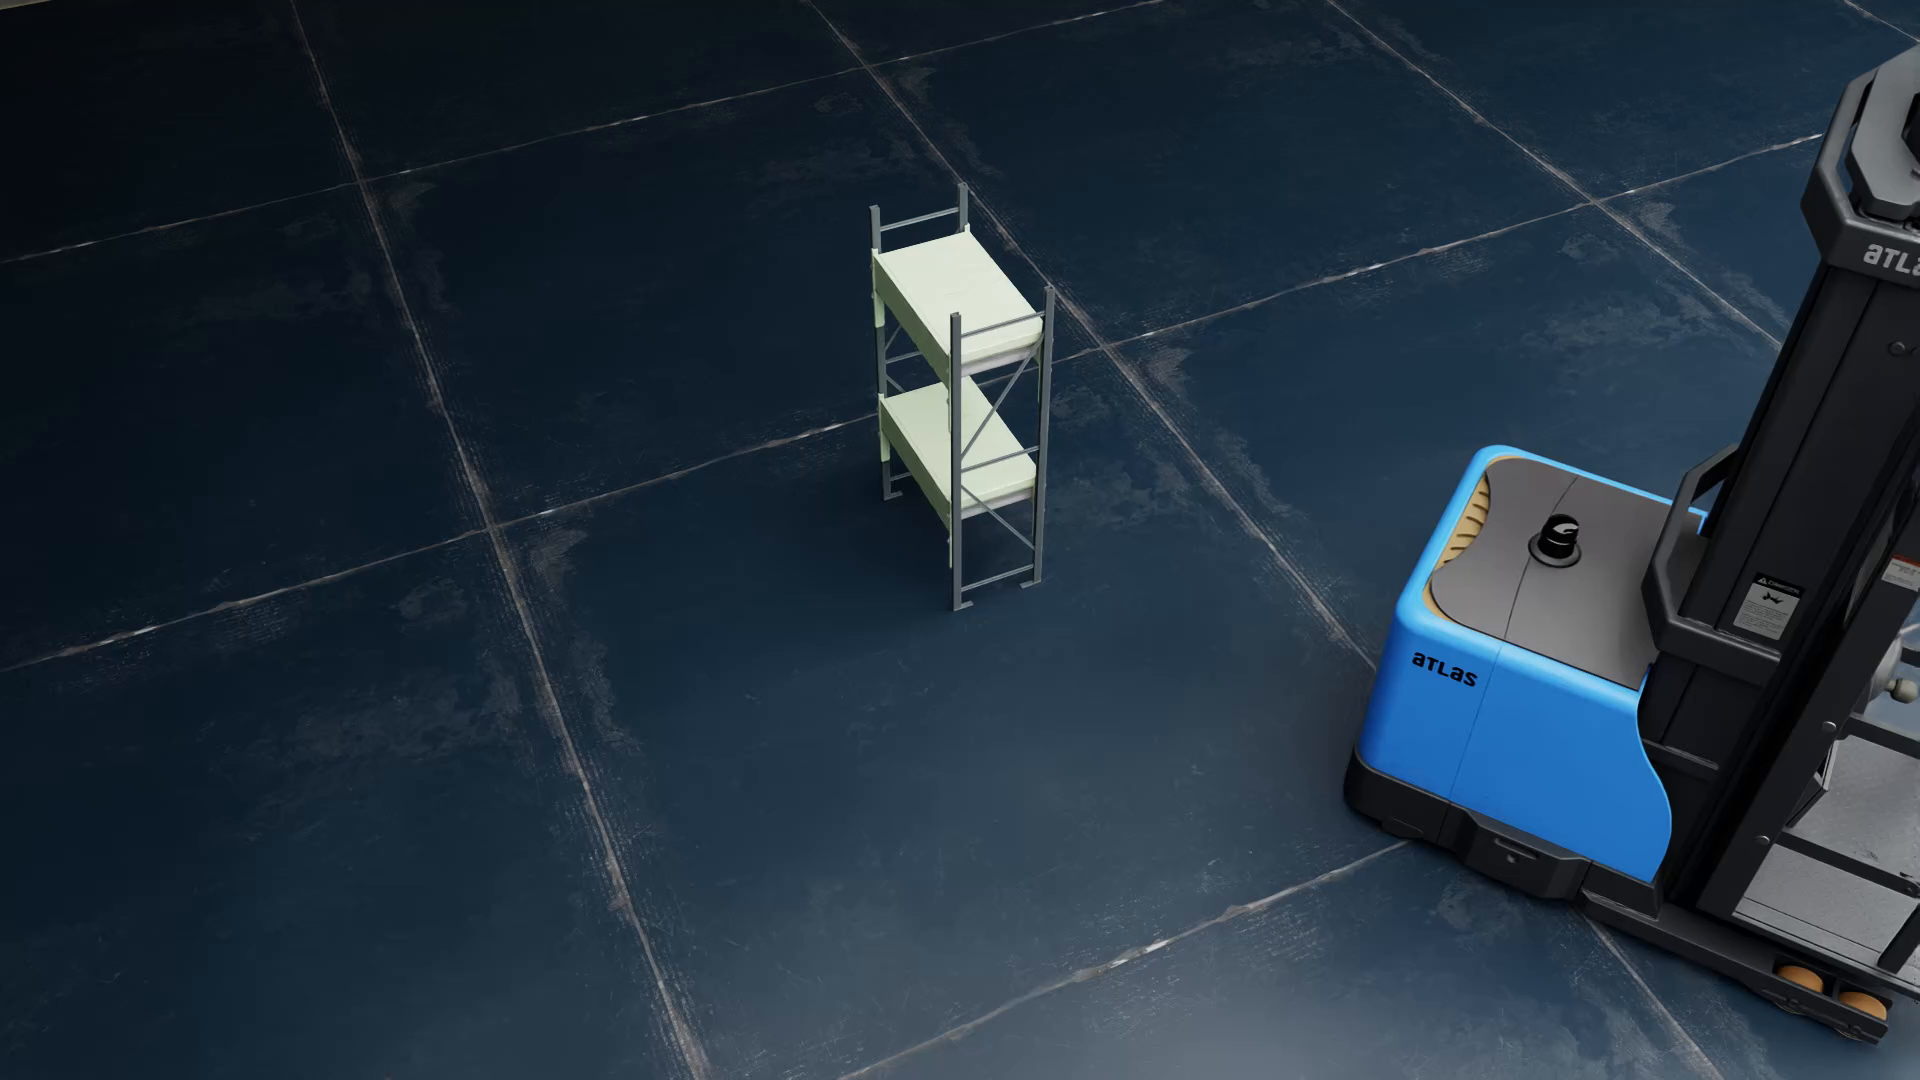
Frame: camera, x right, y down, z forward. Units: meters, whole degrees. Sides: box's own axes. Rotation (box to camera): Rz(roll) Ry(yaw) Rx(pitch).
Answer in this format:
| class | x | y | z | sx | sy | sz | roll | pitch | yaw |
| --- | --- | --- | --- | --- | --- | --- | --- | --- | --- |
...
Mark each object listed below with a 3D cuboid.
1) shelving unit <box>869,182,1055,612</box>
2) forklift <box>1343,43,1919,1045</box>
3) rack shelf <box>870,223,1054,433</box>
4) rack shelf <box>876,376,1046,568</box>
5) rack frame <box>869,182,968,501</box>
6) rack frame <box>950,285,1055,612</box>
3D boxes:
| class | x | y | z | sx | sy | sz | roll | pitch | yaw |
| --- | --- | --- | --- | --- | --- | --- | --- | --- | --- |
| shelving unit | -0.003 | -0.538 | 6.596 | 0.431 | 1.500 | 0.755 | -18 | 47 | -17 |
| forklift | 2.939 | 0.165 | 4.865 | 3.031 | 2.935 | 1.130 | 22 | 49 | 21 |
| rack shelf | -0.003 | -0.816 | 6.322 | 0.431 | 0.370 | 0.720 | -18 | 47 | -17 |
| rack shelf | -0.003 | -0.306 | 6.825 | 0.431 | 0.370 | 0.720 | -18 | 47 | -17 |
| rack frame | -0.157 | -0.771 | 6.833 | 0.400 | 1.500 | 0.023 | -18 | 47 | -17 |
| rack frame | 0.151 | -0.305 | 6.360 | 0.400 | 1.500 | 0.023 | -18 | 47 | -17 |
